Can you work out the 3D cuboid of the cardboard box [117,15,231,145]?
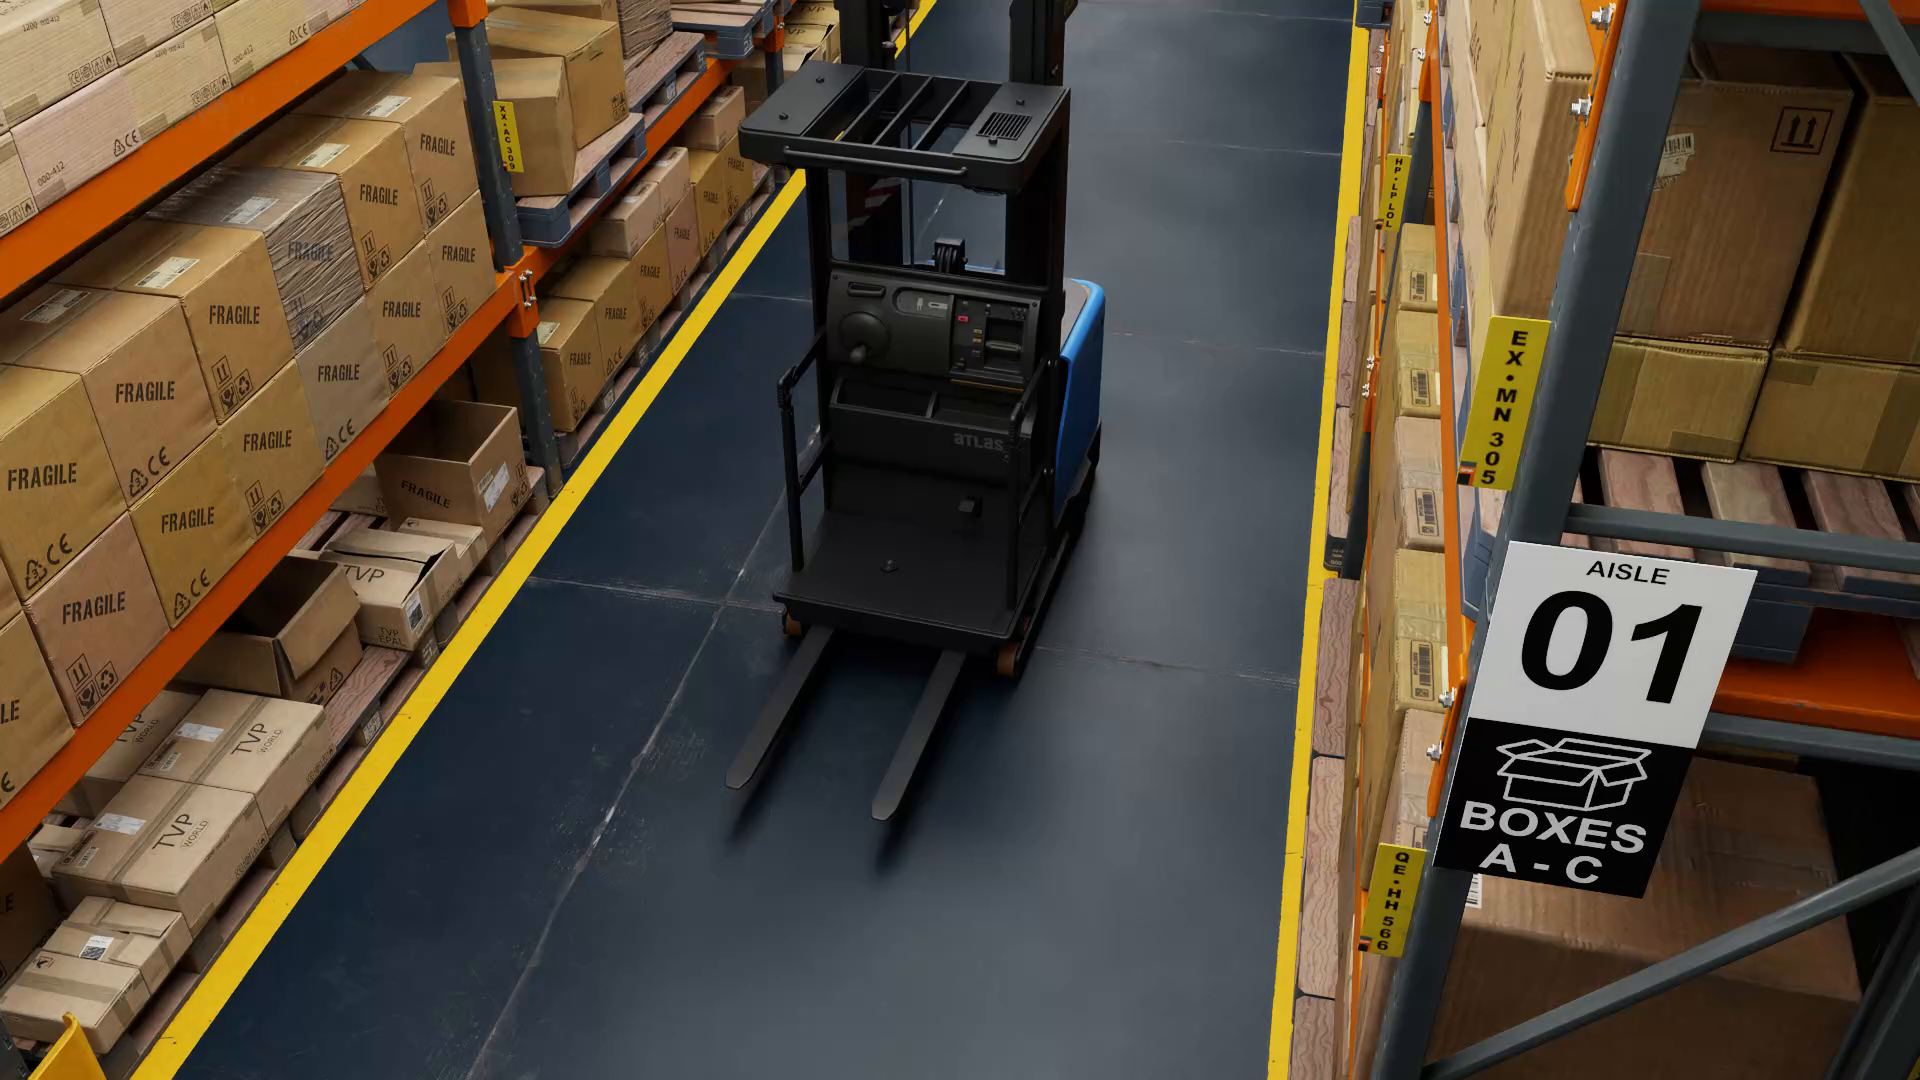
[{"bbox_3d":[-2.728,-1.500,5.335,0.500,0.250,0.500,7,37,10],"label":"cardboard box"}]

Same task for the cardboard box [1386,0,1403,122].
[{"bbox_3d":[2.555,-2.531,8.830,0.500,0.500,0.500,7,37,10],"label":"cardboard box"}]

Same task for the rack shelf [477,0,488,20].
[{"bbox_3d":[-2.130,-3.587,8.700,1.077,0.370,4.000,7,37,10],"label":"rack shelf"}]

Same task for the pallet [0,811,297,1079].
[{"bbox_3d":[-3.226,1.405,6.132,1.003,0.211,1.213,7,37,10],"label":"pallet"}]

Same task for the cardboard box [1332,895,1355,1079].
[{"bbox_3d":[1.587,1.536,5.346,0.700,0.500,0.500,7,37,10],"label":"cardboard box"}]

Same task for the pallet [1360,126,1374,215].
[{"bbox_3d":[3.305,-2.510,11.534,1.003,0.211,1.213,7,37,10],"label":"pallet"}]

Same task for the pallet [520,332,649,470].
[{"bbox_3d":[-2.421,-0.859,9.255,1.003,0.211,1.213,7,37,10],"label":"pallet"}]

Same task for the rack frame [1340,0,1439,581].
[{"bbox_3d":[2.283,-0.898,6.933,1.000,3.000,0.127,7,37,10],"label":"rack frame"}]

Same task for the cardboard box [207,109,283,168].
[{"bbox_3d":[-3.043,-1.432,6.732,0.500,0.500,0.500,6,36,9],"label":"cardboard box"}]

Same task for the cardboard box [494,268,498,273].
[{"bbox_3d":[-2.618,-1.284,9.221,0.500,0.500,0.500,7,37,10],"label":"cardboard box"}]

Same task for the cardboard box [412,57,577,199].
[{"bbox_3d":[-2.238,-1.971,7.971,0.700,0.500,0.500,-4,36,-6],"label":"cardboard box"}]

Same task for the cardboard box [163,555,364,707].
[{"bbox_3d":[-2.954,0.393,6.904,0.797,0.503,0.637,7,37,10],"label":"cardboard box"}]

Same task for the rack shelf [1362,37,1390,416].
[{"bbox_3d":[2.710,-1.754,8.726,1.077,0.370,4.000,7,37,10],"label":"rack shelf"}]

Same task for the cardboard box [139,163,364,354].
[{"bbox_3d":[-2.627,-1.057,6.215,0.500,0.500,0.500,8,37,10],"label":"cardboard box"}]

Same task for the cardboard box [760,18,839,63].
[{"bbox_3d":[-1.200,-3.660,12.251,0.500,0.311,0.500,6,36,9],"label":"cardboard box"}]

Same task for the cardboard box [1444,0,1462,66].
[{"bbox_3d":[1.755,-1.609,5.043,0.500,0.250,0.500,7,36,9],"label":"cardboard box"}]

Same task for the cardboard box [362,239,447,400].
[{"bbox_3d":[-2.522,-0.943,6.910,0.500,0.500,0.500,8,37,11],"label":"cardboard box"}]

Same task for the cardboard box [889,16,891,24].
[{"bbox_3d":[-0.873,-4.303,13.616,0.500,0.250,0.500,8,37,11],"label":"cardboard box"}]

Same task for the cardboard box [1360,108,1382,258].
[{"bbox_3d":[2.852,-2.086,10.046,0.750,0.750,0.750,7,36,9],"label":"cardboard box"}]

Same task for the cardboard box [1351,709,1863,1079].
[{"bbox_3d":[1.528,0.980,4.086,0.980,0.700,0.700,9,37,12],"label":"cardboard box"}]

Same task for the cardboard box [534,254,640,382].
[{"bbox_3d":[-2.113,-1.237,9.156,0.500,0.500,0.500,8,37,11],"label":"cardboard box"}]

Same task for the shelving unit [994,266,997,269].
[{"bbox_3d":[0.301,-1.000,8.735,0.215,1.050,0.252,10,37,13],"label":"shelving unit"}]

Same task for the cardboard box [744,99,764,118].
[{"bbox_3d":[-1.304,-3.130,11.998,0.500,0.250,0.500,7,37,10],"label":"cardboard box"}]

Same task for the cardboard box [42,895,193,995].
[{"bbox_3d":[-2.933,1.405,5.795,0.380,0.166,0.250,7,37,10],"label":"cardboard box"}]

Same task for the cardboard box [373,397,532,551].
[{"bbox_3d":[-2.402,-0.321,7.892,0.500,0.500,0.500,7,37,10],"label":"cardboard box"}]

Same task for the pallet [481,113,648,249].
[{"bbox_3d":[-2.280,-1.884,8.457,1.003,0.211,1.213,7,37,10],"label":"pallet"}]

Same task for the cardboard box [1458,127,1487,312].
[{"bbox_3d":[1.436,-0.721,3.818,0.500,0.250,0.500,6,36,8],"label":"cardboard box"}]

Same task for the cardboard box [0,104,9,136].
[{"bbox_3d":[-2.934,-1.128,4.396,0.500,0.250,0.500,7,37,10],"label":"cardboard box"}]

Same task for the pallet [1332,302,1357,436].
[{"bbox_3d":[2.632,-0.923,9.343,1.003,0.211,1.213,7,37,10],"label":"pallet"}]

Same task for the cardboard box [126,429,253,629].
[{"bbox_3d":[-2.844,-0.069,5.705,0.500,0.500,0.500,7,37,10],"label":"cardboard box"}]

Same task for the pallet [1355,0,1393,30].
[{"bbox_3d":[3.185,-3.536,10.736,1.213,0.211,1.003,7,37,10],"label":"pallet"}]

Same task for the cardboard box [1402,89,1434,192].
[{"bbox_3d":[2.133,-1.671,7.004,0.500,0.250,0.500,8,37,11],"label":"cardboard box"}]

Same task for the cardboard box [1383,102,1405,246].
[{"bbox_3d":[2.234,-1.657,7.625,0.500,0.500,0.500,8,37,10],"label":"cardboard box"}]

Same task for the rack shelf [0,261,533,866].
[{"bbox_3d":[-2.985,-0.079,6.416,1.077,0.370,4.000,7,37,10],"label":"rack shelf"}]

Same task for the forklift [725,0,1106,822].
[{"bbox_3d":[-0.177,-0.835,6.905,1.130,2.935,3.031,10,37,13],"label":"forklift"}]

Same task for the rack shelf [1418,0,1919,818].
[{"bbox_3d":[1.856,-0.675,4.682,1.077,0.370,4.000,7,37,10],"label":"rack shelf"}]

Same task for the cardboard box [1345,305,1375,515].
[{"bbox_3d":[2.295,-0.587,7.978,0.750,0.750,0.750,8,37,11],"label":"cardboard box"}]

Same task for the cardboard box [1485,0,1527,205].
[{"bbox_3d":[1.436,-1.012,3.580,0.500,0.500,0.500,8,37,11],"label":"cardboard box"}]

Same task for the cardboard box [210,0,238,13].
[{"bbox_3d":[-2.615,-1.988,5.582,0.500,0.250,0.500,7,37,10],"label":"cardboard box"}]

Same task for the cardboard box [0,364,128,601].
[{"bbox_3d":[-2.955,-0.191,5.020,0.500,0.500,0.500,8,37,10],"label":"cardboard box"}]

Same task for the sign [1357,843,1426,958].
[{"bbox_3d":[0.901,0.754,3.465,0.100,0.325,0.005,7,37,10],"label":"sign"}]

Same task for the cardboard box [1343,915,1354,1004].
[{"bbox_3d":[1.383,1.317,5.096,0.380,0.149,0.250,8,37,11],"label":"cardboard box"}]

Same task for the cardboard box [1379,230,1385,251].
[{"bbox_3d":[2.208,-1.483,7.938,0.380,0.149,0.250,7,37,10],"label":"cardboard box"}]

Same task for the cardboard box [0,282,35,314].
[{"bbox_3d":[-3.372,-0.546,5.511,0.500,0.500,0.500,8,37,11],"label":"cardboard box"}]

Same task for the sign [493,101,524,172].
[{"bbox_3d":[-2.026,-1.804,7.445,0.100,0.325,0.005,7,37,10],"label":"sign"}]

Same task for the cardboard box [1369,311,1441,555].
[{"bbox_3d":[1.990,-0.293,5.843,0.980,0.700,0.700,6,36,9],"label":"cardboard box"}]

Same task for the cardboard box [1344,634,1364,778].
[{"bbox_3d":[1.912,0.647,6.573,0.700,0.500,0.500,7,37,9],"label":"cardboard box"}]

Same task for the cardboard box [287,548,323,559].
[{"bbox_3d":[-3.033,0.163,7.509,0.380,0.166,0.250,7,37,10],"label":"cardboard box"}]

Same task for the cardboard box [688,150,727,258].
[{"bbox_3d":[-1.784,-2.114,10.366,0.500,0.500,0.500,6,36,8],"label":"cardboard box"}]

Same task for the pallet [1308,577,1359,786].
[{"bbox_3d":[2.044,0.657,7.164,1.003,0.211,1.213,7,37,10],"label":"pallet"}]

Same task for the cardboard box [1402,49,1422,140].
[{"bbox_3d":[2.251,-1.963,7.407,0.500,0.250,0.500,8,37,11],"label":"cardboard box"}]

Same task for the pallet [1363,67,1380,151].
[{"bbox_3d":[3.568,-3.207,12.496,1.003,0.211,1.213,7,37,10],"label":"pallet"}]

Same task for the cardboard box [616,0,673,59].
[{"bbox_3d":[-2.109,-3.145,9.590,0.700,0.500,0.500,14,38,19],"label":"cardboard box"}]
